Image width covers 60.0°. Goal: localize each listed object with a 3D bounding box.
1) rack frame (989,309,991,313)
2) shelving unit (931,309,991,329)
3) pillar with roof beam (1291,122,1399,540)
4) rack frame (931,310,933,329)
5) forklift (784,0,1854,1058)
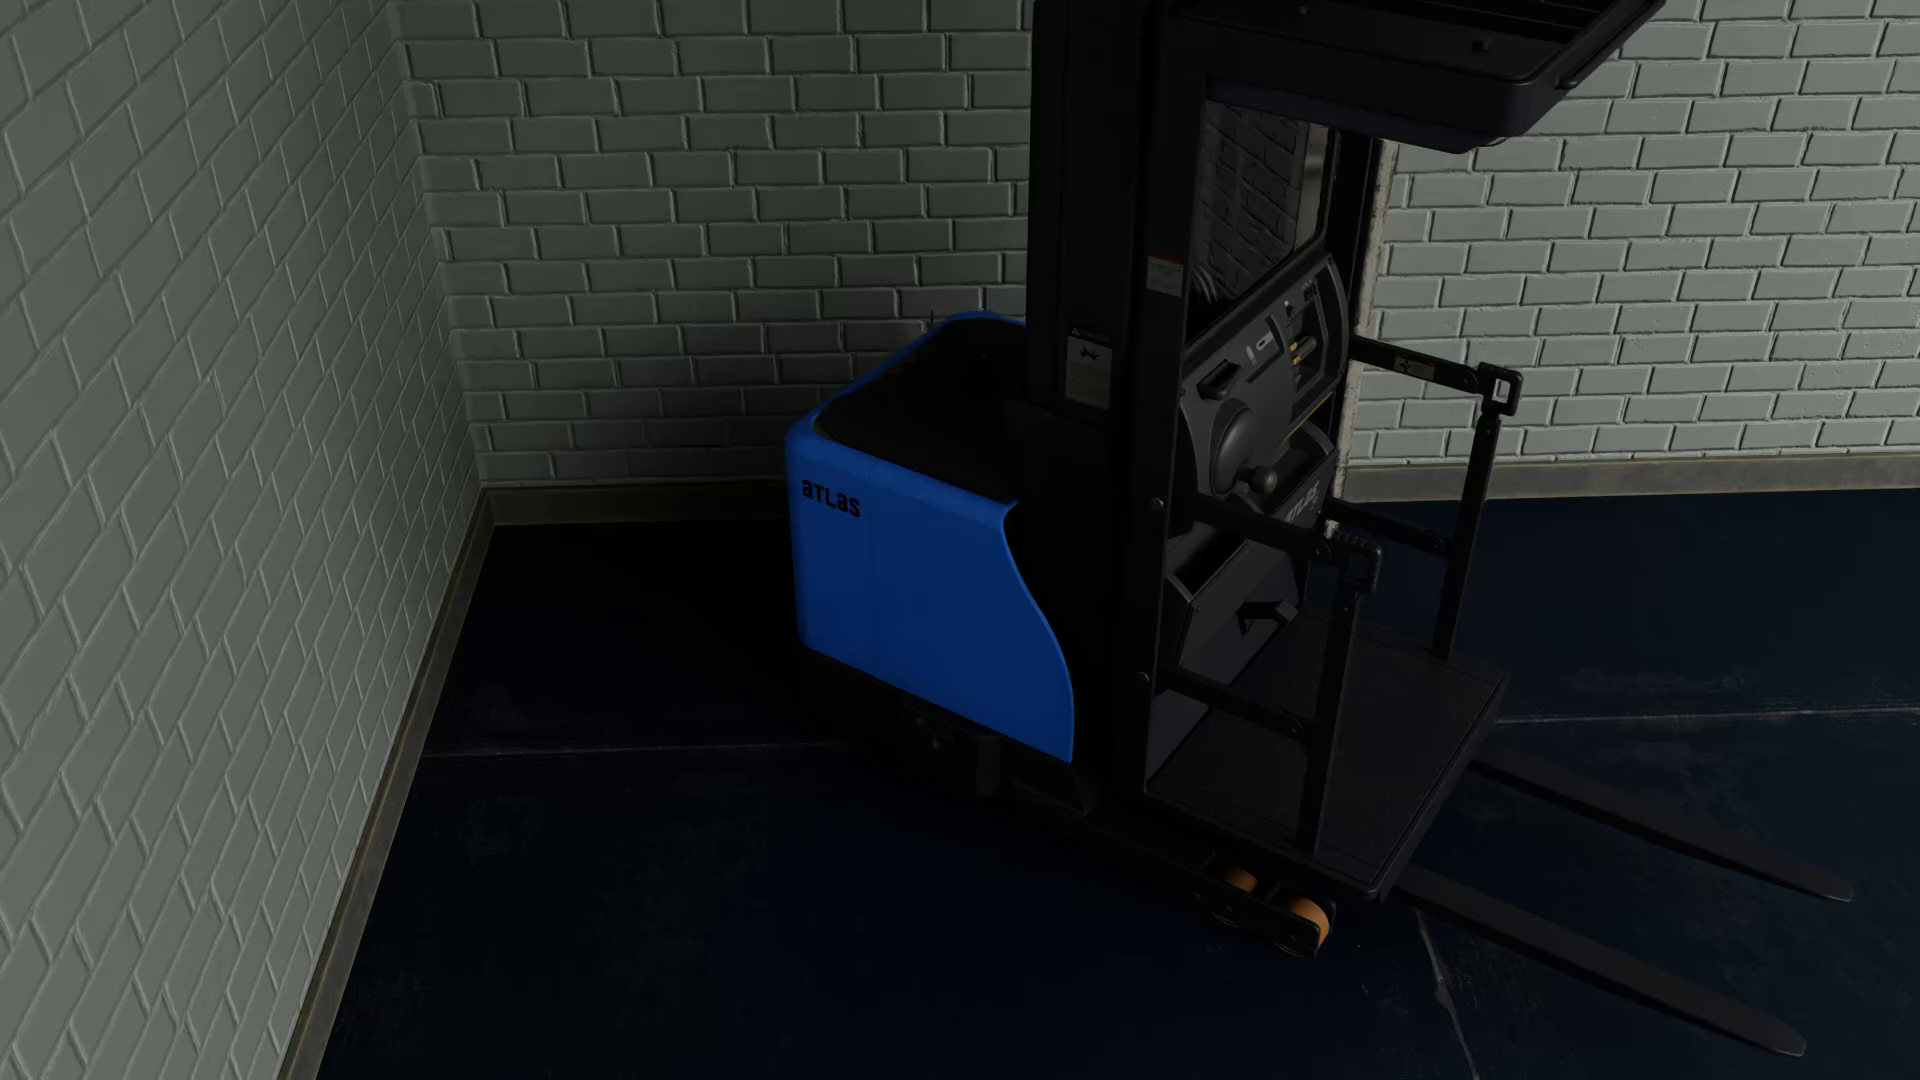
[{"bbox_3d":[0.110,-0.373,5.998,0.006,0.900,0.240,-2,35,-2],"label":"rack frame"},{"bbox_3d":[0.008,-0.370,5.994,0.210,0.900,0.258,-2,35,-2],"label":"shelving unit"},{"bbox_3d":[1.408,-1.322,0.253,0.400,9.000,9.100,-2,35,-2],"label":"pillar with roof beam"},{"bbox_3d":[-0.093,-0.367,5.990,0.006,0.900,0.240,-2,35,-2],"label":"rack frame"},{"bbox_3d":[0.977,-0.403,4.257,3.031,2.935,1.130,21,40,27],"label":"forklift"}]
